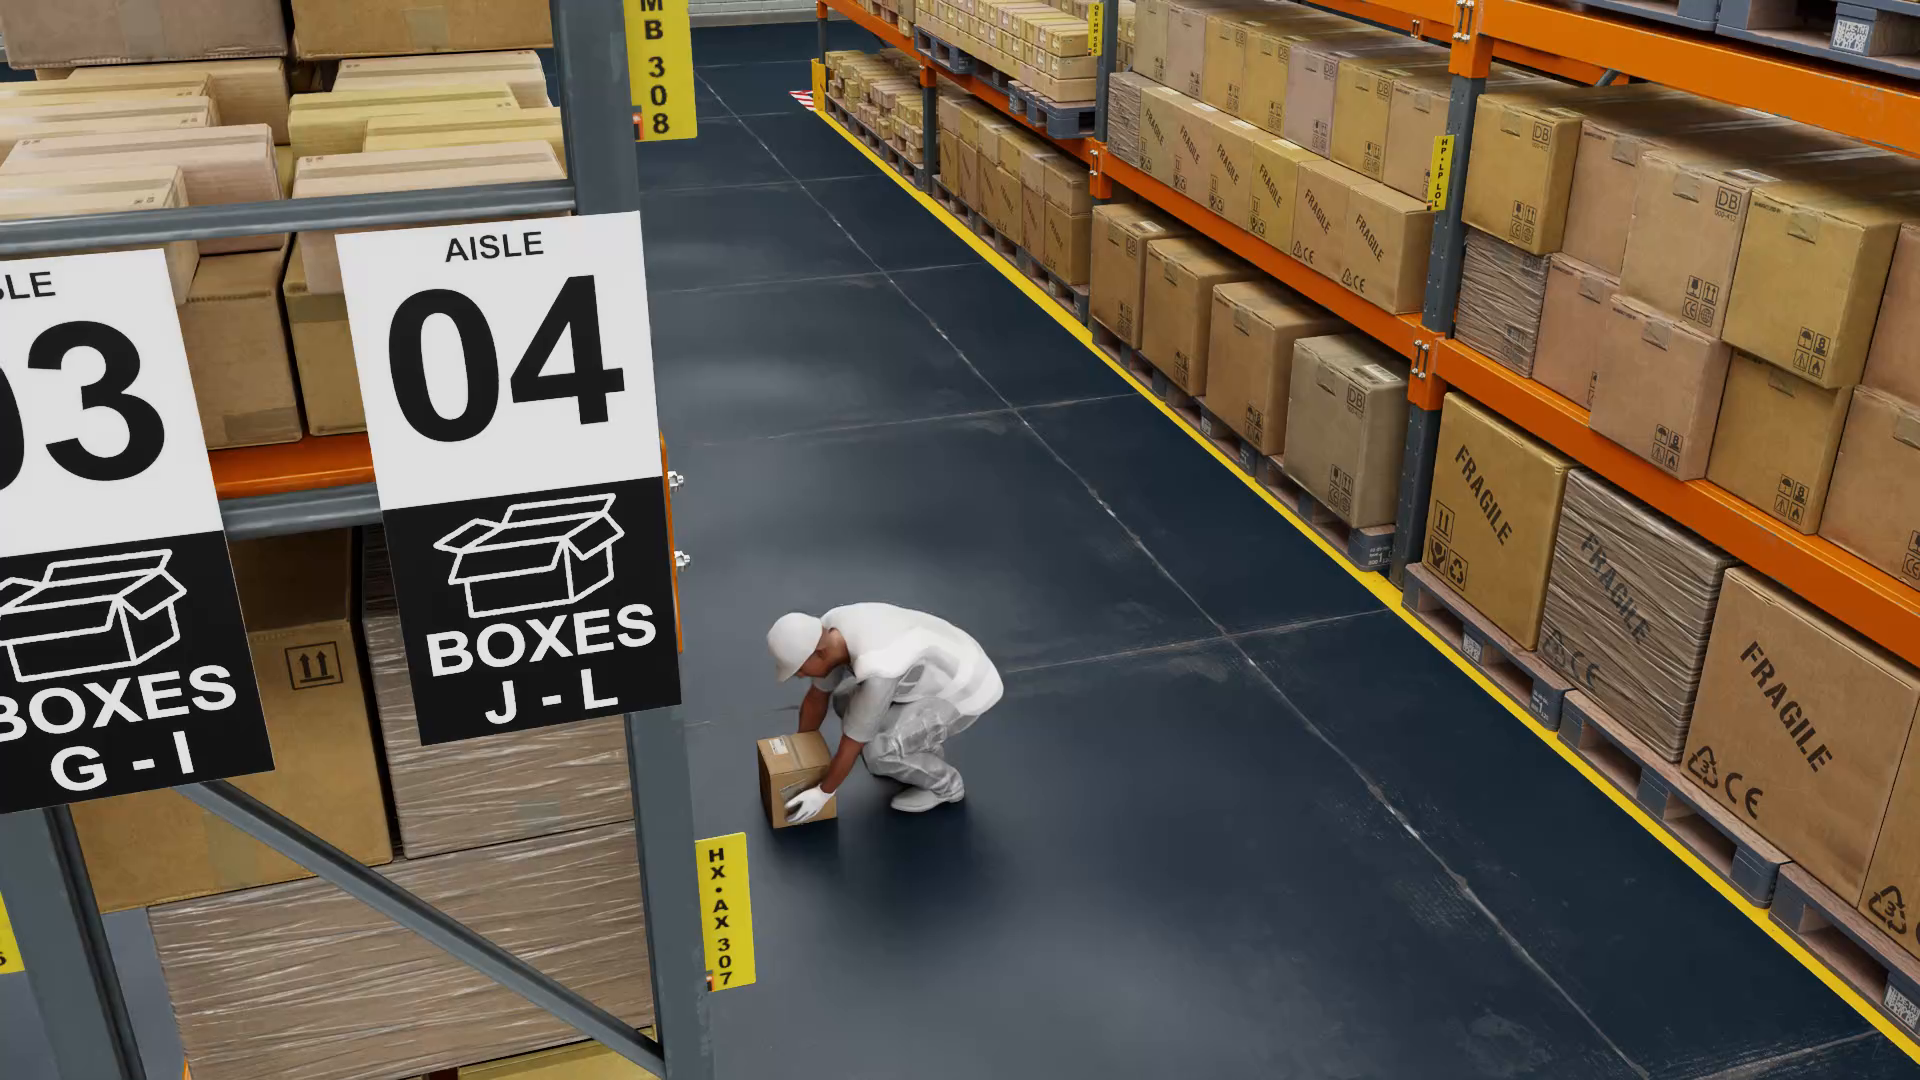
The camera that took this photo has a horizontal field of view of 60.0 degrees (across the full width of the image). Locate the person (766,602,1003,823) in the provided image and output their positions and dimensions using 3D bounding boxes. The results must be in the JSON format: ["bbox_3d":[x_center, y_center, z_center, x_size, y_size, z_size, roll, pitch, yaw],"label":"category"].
[{"bbox_3d":[-0.288,0.606,6.381,0.910,0.885,0.578,-8,27,-16],"label":"person"}]
